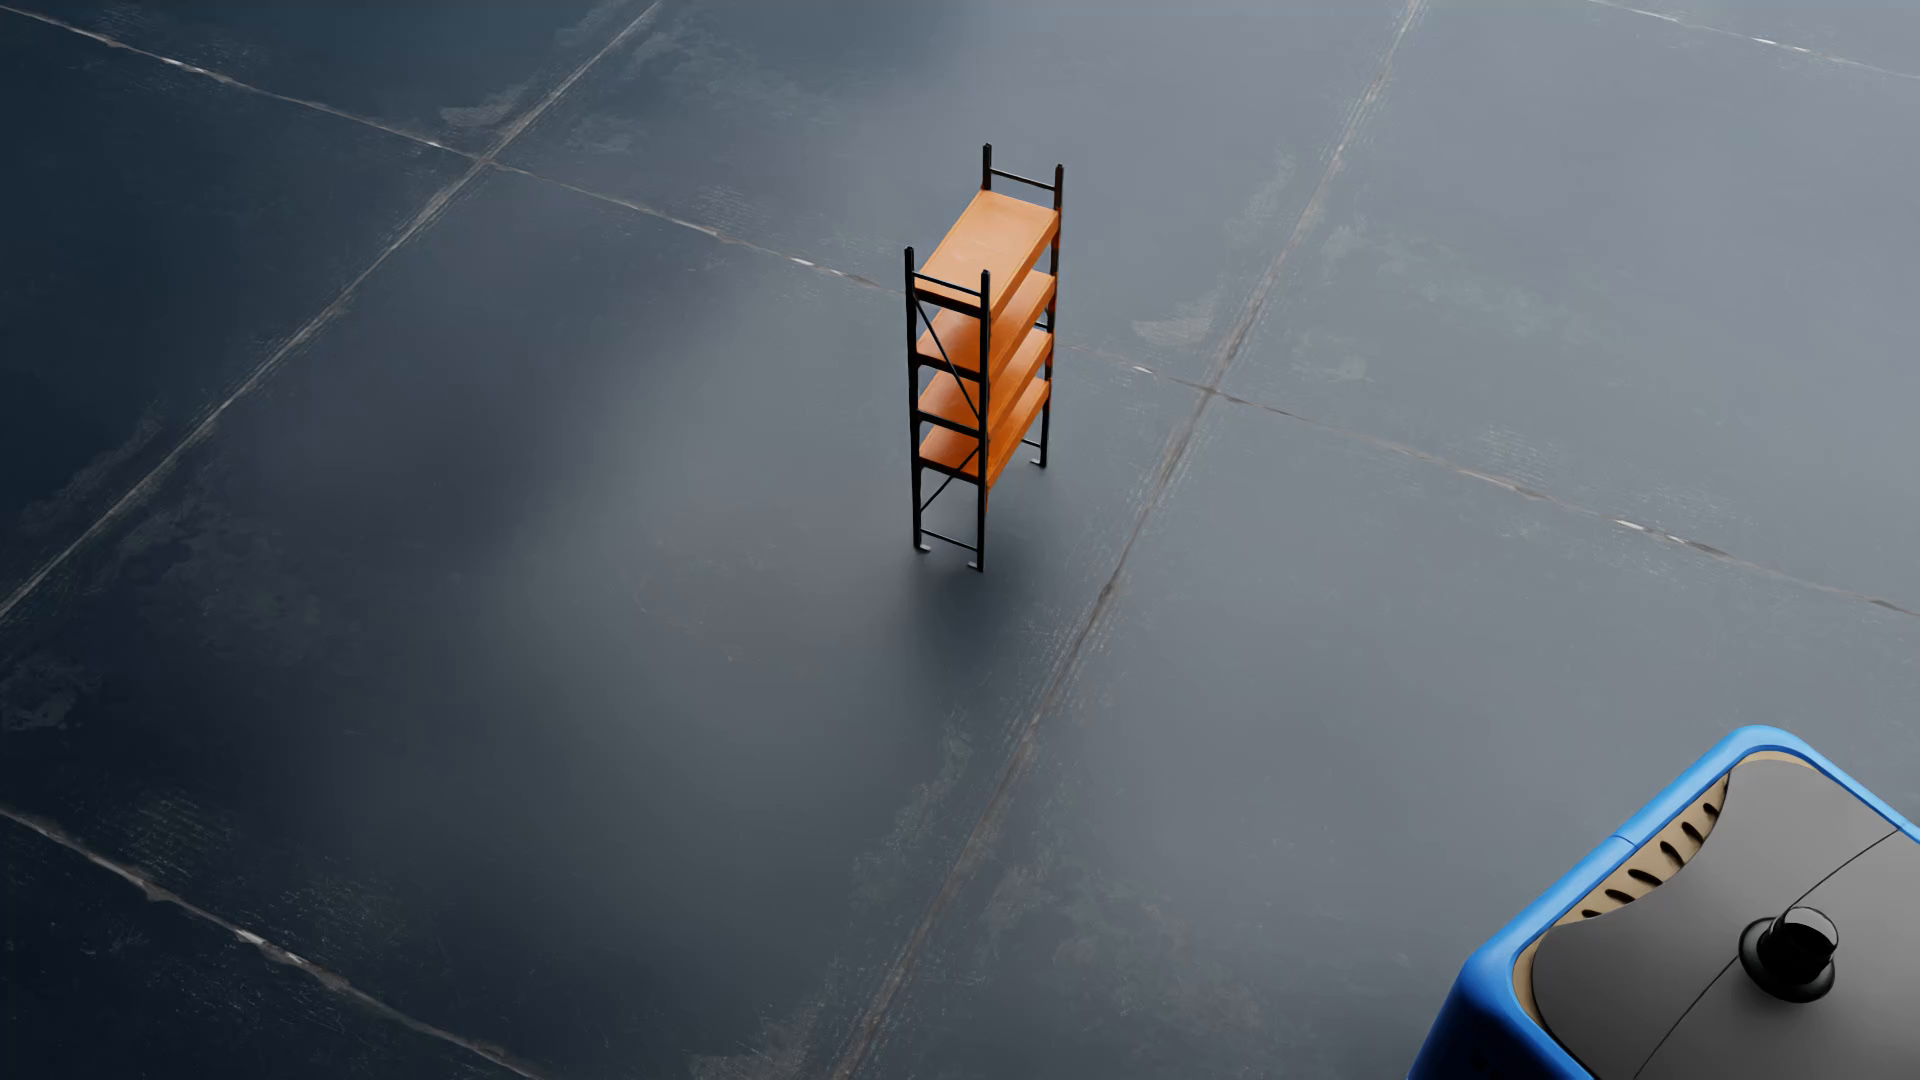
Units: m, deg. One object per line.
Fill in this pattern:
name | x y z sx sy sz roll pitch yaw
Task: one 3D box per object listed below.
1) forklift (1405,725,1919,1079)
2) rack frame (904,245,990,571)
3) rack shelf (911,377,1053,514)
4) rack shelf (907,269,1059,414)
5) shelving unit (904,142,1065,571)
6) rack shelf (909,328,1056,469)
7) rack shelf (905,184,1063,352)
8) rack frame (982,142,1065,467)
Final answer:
forklift | 2.242 1.225 2.283 1.130 2.935 3.031 -31 56 -24
rack frame | -0.034 -0.335 4.747 0.240 1.200 0.015 20 52 16
rack shelf | 0.071 -0.331 5.092 0.258 0.148 0.480 20 52 16
rack shelf | 0.071 -0.604 4.771 0.258 0.148 0.480 20 52 16
shelving unit | 0.071 -0.503 4.890 0.258 1.200 0.503 20 52 16
rack shelf | 0.071 -0.459 4.941 0.258 0.148 0.480 20 52 16
rack shelf | 0.071 -0.757 4.591 0.258 0.148 0.480 20 52 16
rack frame | 0.175 -0.671 5.033 0.240 1.200 0.015 20 52 16
